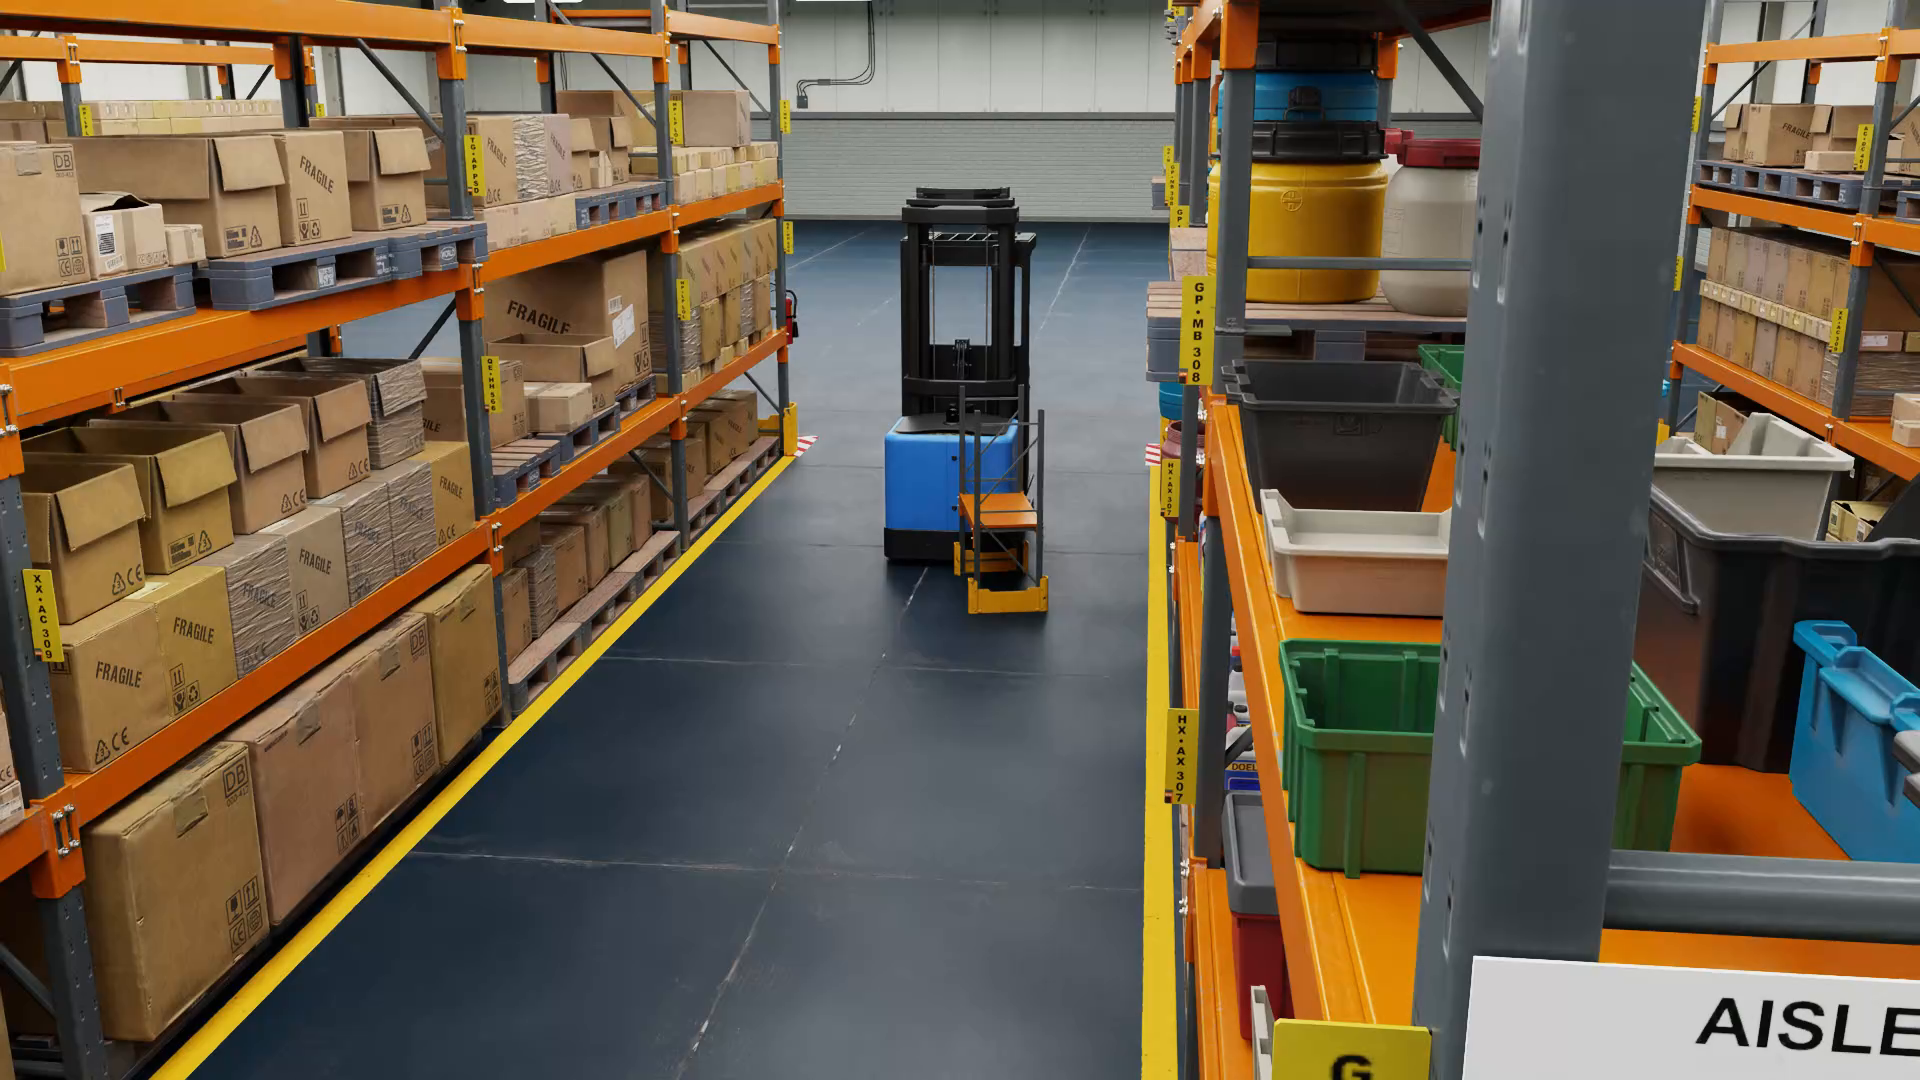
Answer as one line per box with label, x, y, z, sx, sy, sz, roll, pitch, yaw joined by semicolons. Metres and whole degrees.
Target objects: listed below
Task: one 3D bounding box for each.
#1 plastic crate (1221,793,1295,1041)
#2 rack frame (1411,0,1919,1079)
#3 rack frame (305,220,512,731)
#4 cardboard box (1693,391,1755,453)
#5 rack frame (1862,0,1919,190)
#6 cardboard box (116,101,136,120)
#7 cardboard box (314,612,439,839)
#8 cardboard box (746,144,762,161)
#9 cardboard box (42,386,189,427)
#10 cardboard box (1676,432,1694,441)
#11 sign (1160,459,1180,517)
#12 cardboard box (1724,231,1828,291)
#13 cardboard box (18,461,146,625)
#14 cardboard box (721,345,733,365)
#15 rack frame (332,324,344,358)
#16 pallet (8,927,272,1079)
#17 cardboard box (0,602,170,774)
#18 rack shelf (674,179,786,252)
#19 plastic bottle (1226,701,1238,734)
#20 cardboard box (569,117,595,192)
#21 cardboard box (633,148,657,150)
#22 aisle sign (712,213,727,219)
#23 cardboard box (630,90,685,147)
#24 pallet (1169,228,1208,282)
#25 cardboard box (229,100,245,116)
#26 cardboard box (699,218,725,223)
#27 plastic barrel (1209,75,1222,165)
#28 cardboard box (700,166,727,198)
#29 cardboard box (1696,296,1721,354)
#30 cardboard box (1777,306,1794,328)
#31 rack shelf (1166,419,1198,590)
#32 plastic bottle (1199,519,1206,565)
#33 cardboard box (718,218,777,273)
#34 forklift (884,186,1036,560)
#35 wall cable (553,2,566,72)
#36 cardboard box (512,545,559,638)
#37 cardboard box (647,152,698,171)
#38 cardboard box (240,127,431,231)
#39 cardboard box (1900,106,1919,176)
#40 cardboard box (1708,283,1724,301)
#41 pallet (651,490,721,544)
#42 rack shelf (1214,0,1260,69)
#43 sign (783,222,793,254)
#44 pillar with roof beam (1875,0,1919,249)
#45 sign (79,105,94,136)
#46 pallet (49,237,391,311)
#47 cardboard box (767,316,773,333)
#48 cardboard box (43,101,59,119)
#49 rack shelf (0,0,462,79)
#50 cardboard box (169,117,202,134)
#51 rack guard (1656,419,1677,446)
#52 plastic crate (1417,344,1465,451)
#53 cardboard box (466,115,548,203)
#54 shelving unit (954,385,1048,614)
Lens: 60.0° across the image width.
plastic crate;0.905;1.009;4.448;0.402;0.464;0.583;2;15;6
rack frame;0.800;-1.014;0.674;0.949;2.616;0.053;2;15;6
rack frame;-3.215;-0.339;9.670;1.000;3.000;0.127;2;15;6
cardboard box;7.194;-1.096;15.497;0.500;0.500;0.500;2;15;6
rack frame;7.079;-3.980;11.641;1.000;3.000;0.127;2;15;6
cardboard box;-7.274;-3.662;14.170;0.380;0.149;0.250;2;15;6
cardboard box;-3.422;0.893;8.378;1.225;0.875;0.875;2;15;6
cardboard box;-2.106;-3.697;15.864;0.380;0.149;0.250;2;15;7
cardboard box;-7.540;-0.887;14.962;0.875;0.875;0.875;2;15;7
cardboard box;7.249;-0.864;16.074;0.500;0.250;0.500;2;15;6
sign;1.159;-0.286;9.162;0.100;0.325;0.005;2;15;6
cardboard box;7.405;-2.525;15.076;0.700;0.500;0.500;1;15;5
cardboard box;-3.602;0.000;6.303;0.797;0.503;0.637;1;15;5
cardboard box;-2.284;-1.692;15.153;0.380;0.149;0.250;2;15;6
rack frame;-7.229;-2.586;17.980;1.000;3.000;0.127;2;15;6
pallet;-3.654;1.842;6.945;1.003;0.211;1.213;2;15;6
cardboard box;-3.366;0.538;6.234;0.500;0.500;0.500;2;15;6
rack shelf;-2.538;-2.996;15.127;1.077;0.370;4.000;2;15;6
plastic bottle;0.959;0.727;5.949;0.061;0.283;0.133;2;15;6
cardboard box;-3.020;-2.714;11.703;0.797;0.503;0.637;2;15;9
cardboard box;-2.870;-3.379;14.690;0.380;0.149;0.250;2;15;9
aisle sign;-2.603;-3.694;17.096;0.394;0.787;0.004;2;15;6
cardboard box;-2.748;-3.918;15.440;0.500;0.500;0.500;2;15;6
pallet;1.523;-1.355;8.040;1.003;0.211;1.213;2;15;6
cardboard box;-7.074;-4.122;15.870;0.380;0.149;0.250;1;15;5
cardboard box;-2.645;-2.954;16.663;0.500;0.500;0.500;2;15;6
plastic barrel;2.681;-3.996;15.821;0.600;0.830;0.708;2;15;6
cardboard box;-2.337;-3.127;14.522;0.500;0.250;0.500;1;15;4
cardboard box;7.465;-2.049;15.801;0.700;0.500;0.500;2;15;6
cardboard box;7.042;-1.851;13.828;0.380;0.149;0.250;2;15;8
rack shelf;1.932;-0.365;11.142;1.077;0.370;4.000;2;15;6
plastic bottle;1.296;0.001;8.659;0.097;0.271;0.097;0;15;0
cardboard box;-2.129;-2.939;16.606;0.500;0.500;0.500;2;15;6
forklift;0.074;-1.578;14.383;1.130;2.935;3.031;2;15;7
wall cable;-10.346;-14.958;48.515;3.097;2.526;0.112;2;15;6
cardboard box;-3.109;0.337;11.117;0.700;0.500;0.500;0;15;2
cardboard box;-2.406;-3.161;13.882;0.380;0.149;0.250;2;15;7
cardboard box;-3.212;-1.879;8.617;0.797;0.503;0.637;3;15;10
cardboard box;7.398;-2.973;12.400;0.500;0.500;0.500;3;15;11
cardboard box;7.245;-2.319;15.556;0.380;0.149;0.250;1;15;5
pallet;-2.723;-0.206;14.518;1.003;0.211;1.213;2;15;6
rack shelf;1.029;-0.993;2.738;1.077;0.370;4.000;2;15;6
sign;-1.763;-3.104;17.071;0.100;0.325;0.005;2;15;6
pillar with roof beam;10.310;-7.904;26.155;9.100;9.000;0.400;2;15;6
sign;-7.140;-3.385;13.594;0.100;0.325;0.005;2;15;6
pallet;-3.358;-1.237;7.606;1.003;0.211;1.213;2;15;9
cardboard box;-2.139;-2.213;17.080;0.380;0.149;0.250;2;15;6
cardboard box;-7.927;-3.681;14.241;0.380;0.149;0.250;2;15;6
rack shelf;-3.441;-2.176;7.114;1.077;0.370;4.000;2;15;6
cardboard box;-7.235;-3.699;15.072;0.500;0.250;0.500;2;15;6
rack guard;7.533;-0.921;16.610;1.175;0.500;0.348;2;15;6
plastic crate;1.508;-0.383;4.490;0.450;0.188;0.662;2;15;6
cardboard box;-2.845;-2.322;10.109;0.500;0.500;0.500;2;15;7
shelving unit;0.299;-0.332;12.518;0.587;1.500;1.083;-2;15;-6
